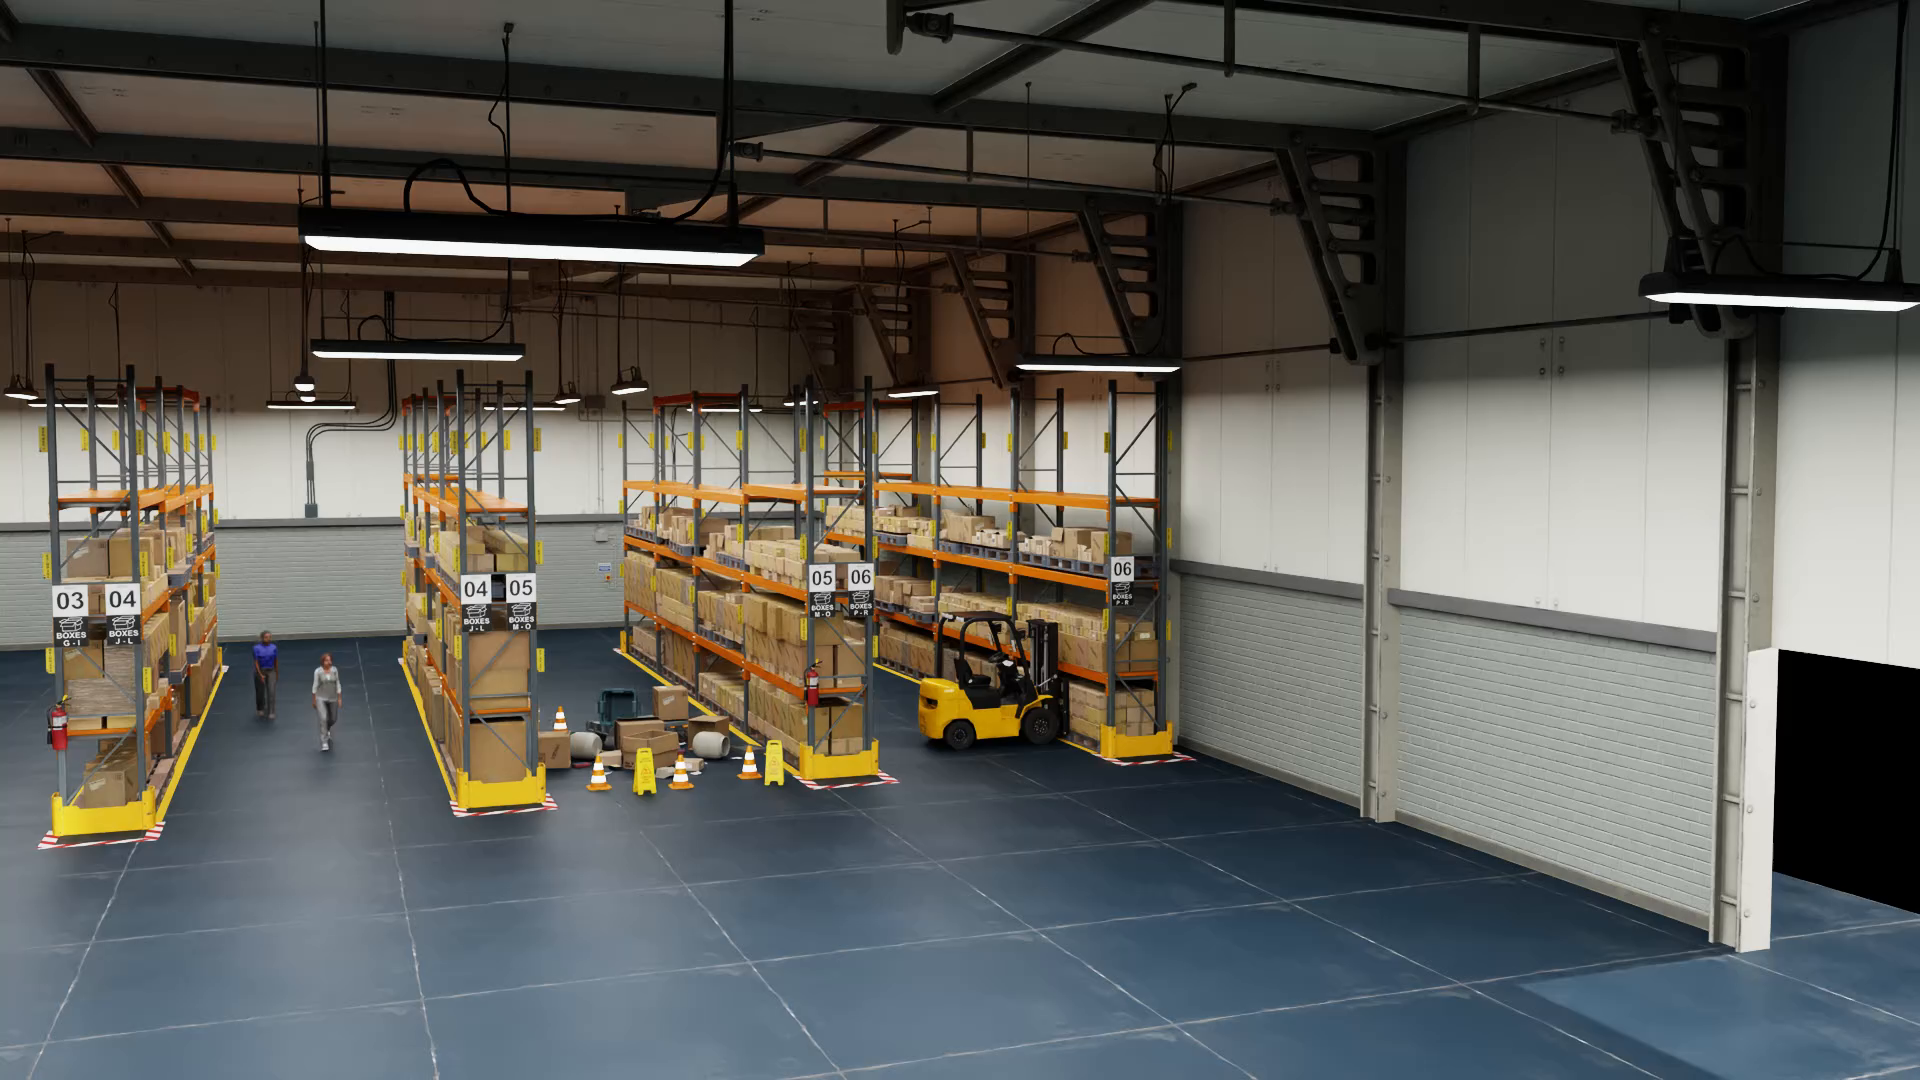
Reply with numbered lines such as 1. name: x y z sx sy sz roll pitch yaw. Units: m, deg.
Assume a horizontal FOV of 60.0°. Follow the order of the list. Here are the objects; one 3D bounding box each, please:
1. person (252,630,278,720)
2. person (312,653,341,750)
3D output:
1. person: -12.575 2.430 30.140 0.445 1.588 0.981 -2 4 -31
2. person: -10.437 2.623 27.383 0.430 1.546 0.912 -3 4 -38
